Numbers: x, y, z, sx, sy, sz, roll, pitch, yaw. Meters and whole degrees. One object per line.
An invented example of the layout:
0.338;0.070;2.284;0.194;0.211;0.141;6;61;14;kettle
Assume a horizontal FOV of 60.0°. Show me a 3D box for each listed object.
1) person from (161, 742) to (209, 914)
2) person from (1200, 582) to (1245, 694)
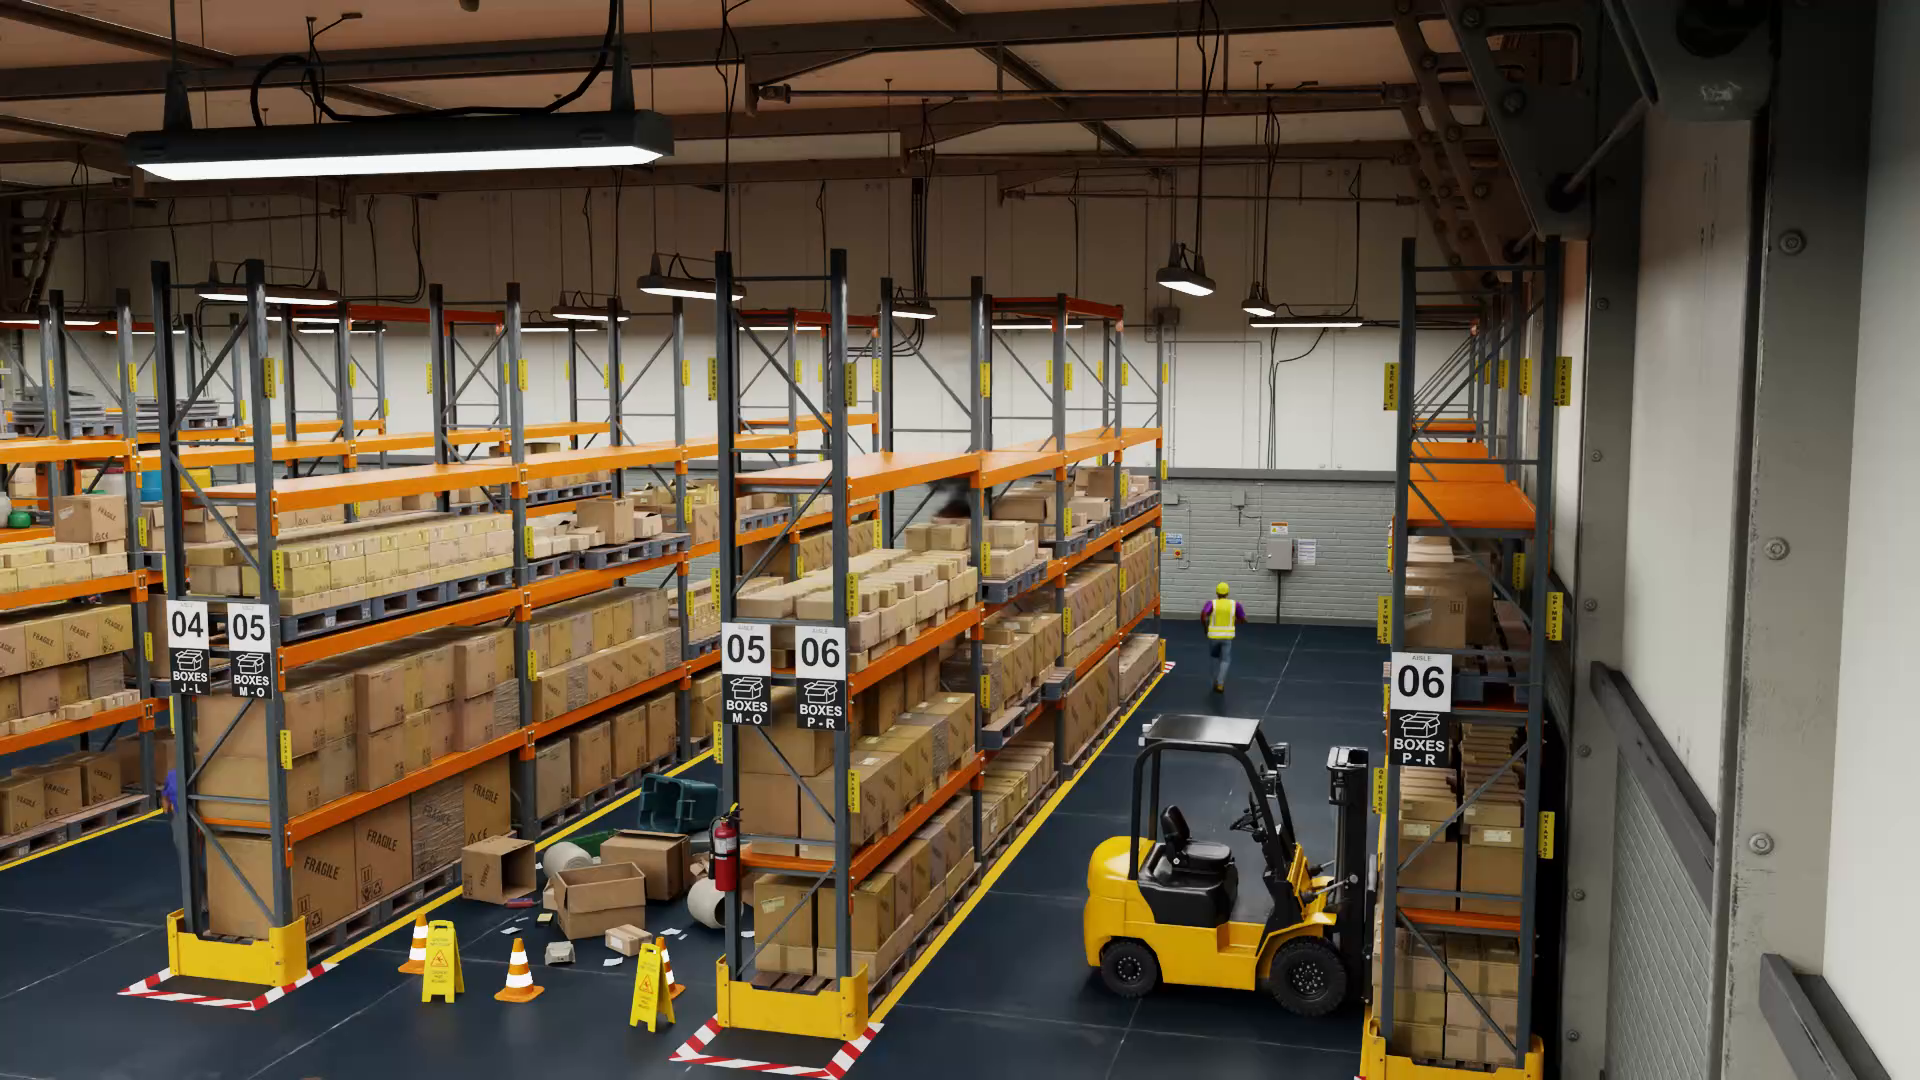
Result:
-7.215;2.708;15.605;0.546;1.632;0.670;1;6;11;person
4.086;1.574;25.830;0.662;1.821;0.962;2;6;14;person
